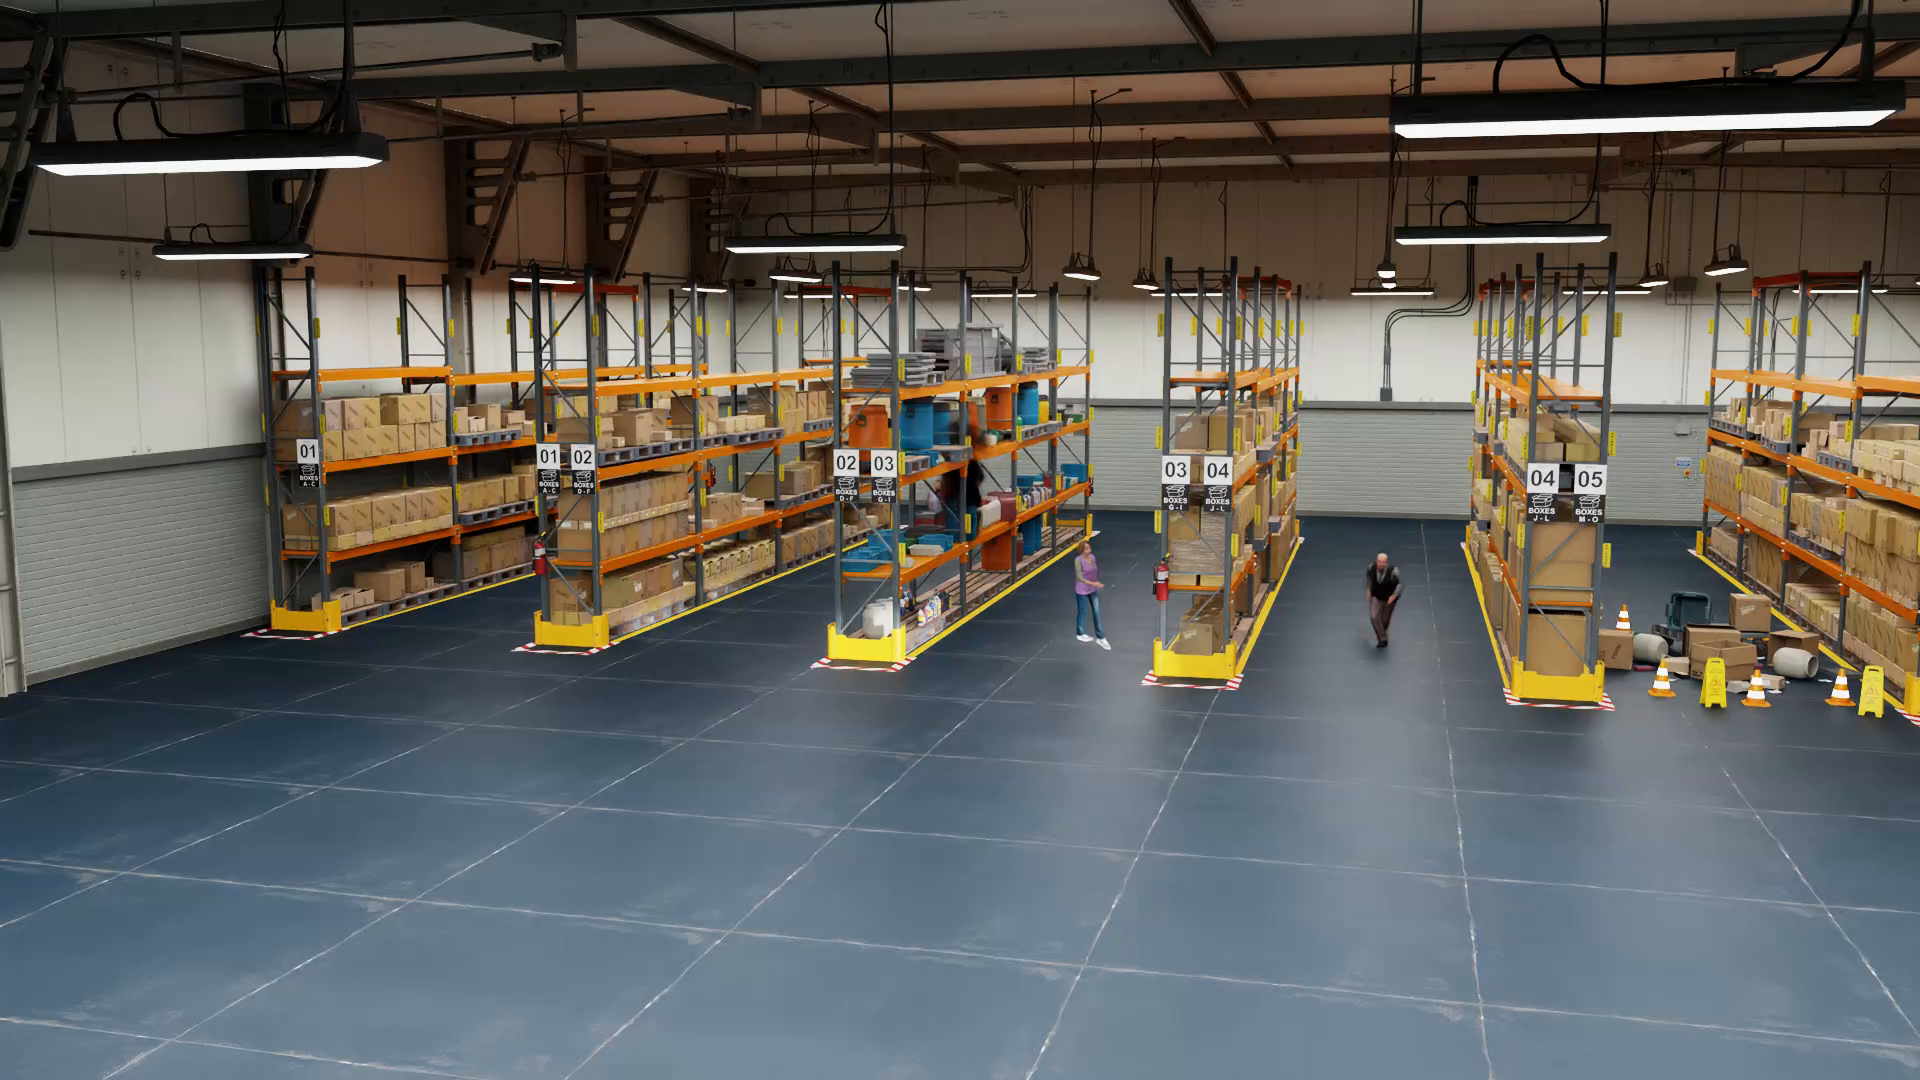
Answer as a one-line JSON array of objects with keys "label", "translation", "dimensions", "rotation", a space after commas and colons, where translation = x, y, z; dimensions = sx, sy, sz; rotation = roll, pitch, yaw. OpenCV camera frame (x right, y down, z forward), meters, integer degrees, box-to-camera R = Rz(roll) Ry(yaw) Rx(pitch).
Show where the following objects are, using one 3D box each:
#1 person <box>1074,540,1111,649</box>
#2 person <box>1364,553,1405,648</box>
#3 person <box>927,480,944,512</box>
[{"label": "person", "translation": [1.908, 0.789, 24.698], "dimensions": [0.514, 1.613, 0.684], "rotation": [-4, 8, -26]}, {"label": "person", "translation": [6.722, 0.920, 26.293], "dimensions": [0.646, 1.531, 1.078], "rotation": [3, 8, 22]}, {"label": "person", "translation": [-0.474, -0.503, 37.108], "dimensions": [0.602, 1.684, 0.720], "rotation": [1, 7, 11]}]
